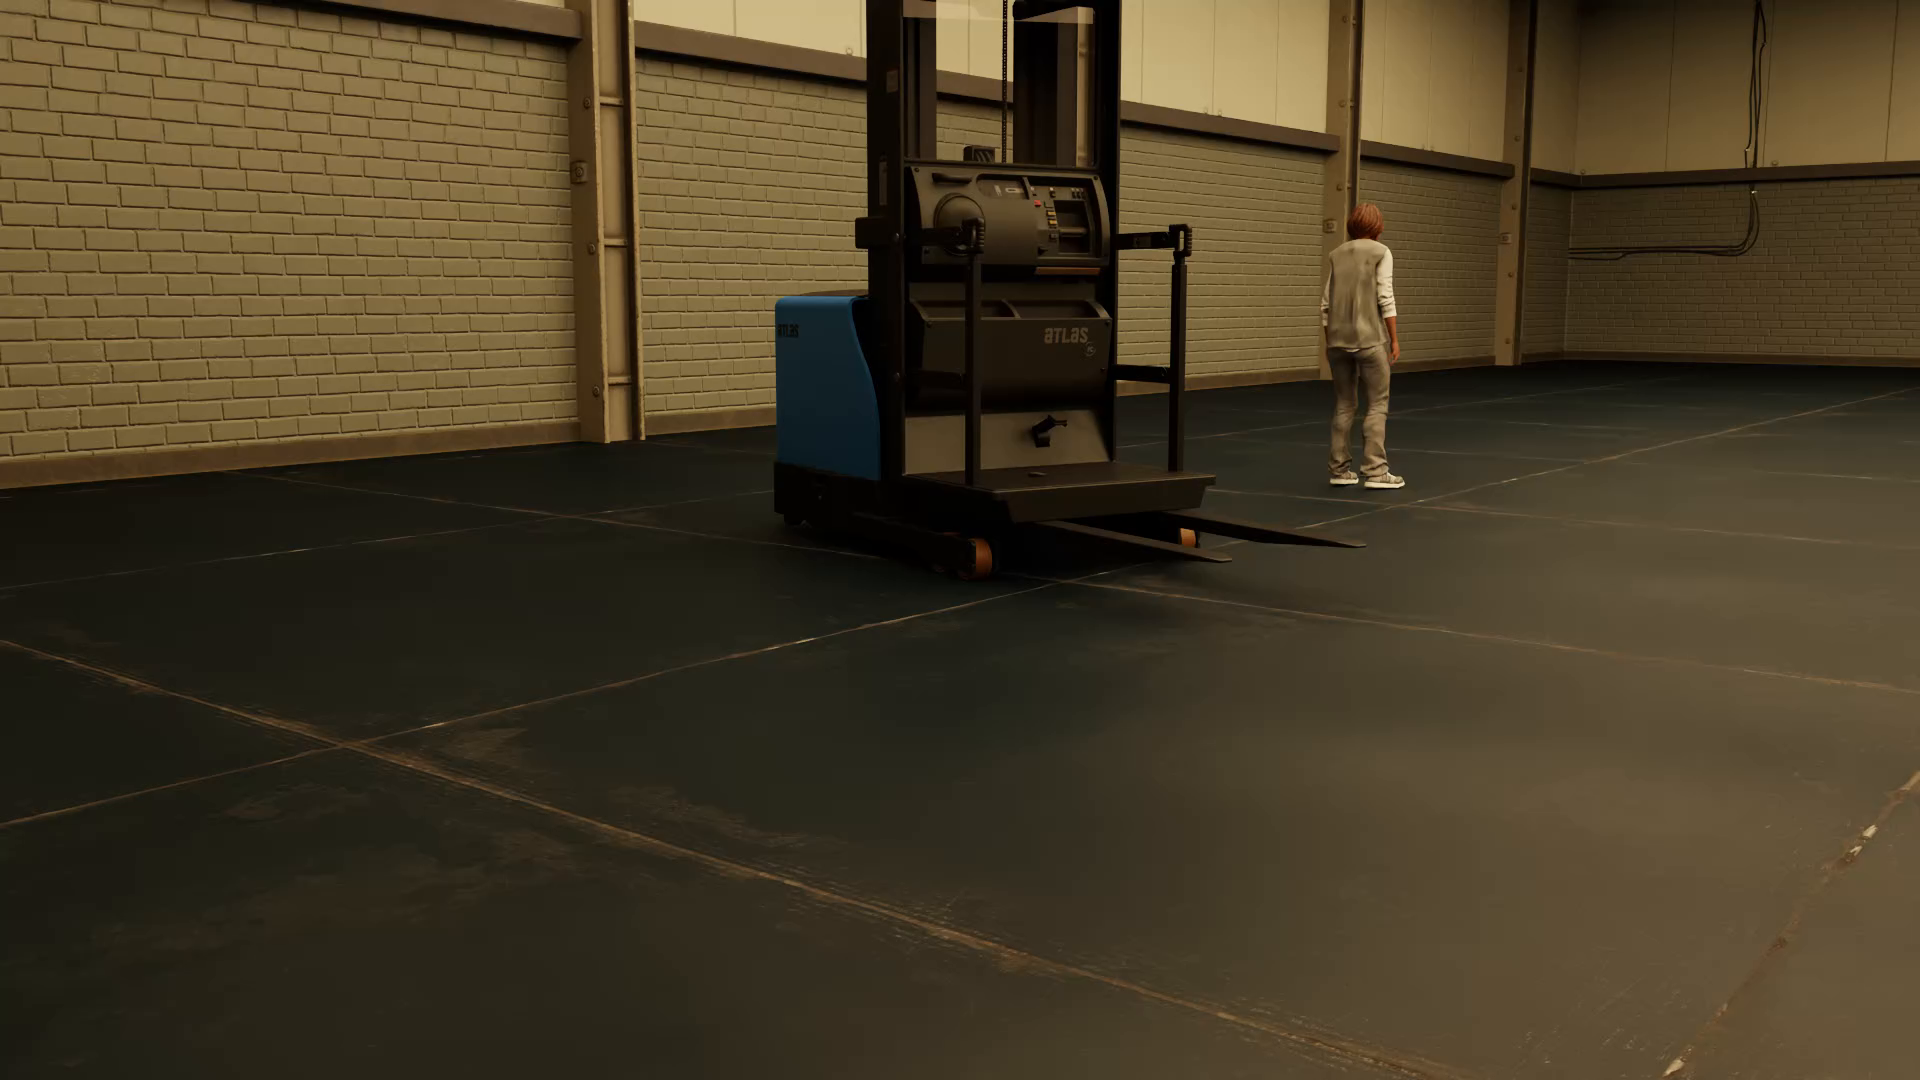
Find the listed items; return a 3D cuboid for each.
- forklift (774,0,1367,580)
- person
[{"bbox_3d":[0.329,-1.373,6.666,1.130,2.935,3.031,-5,10,-31],"label":"forklift"},{"bbox_3d":[2.257,-1.092,9.377,0.347,1.591,0.482,-8,12,-44],"label":"person"}]
